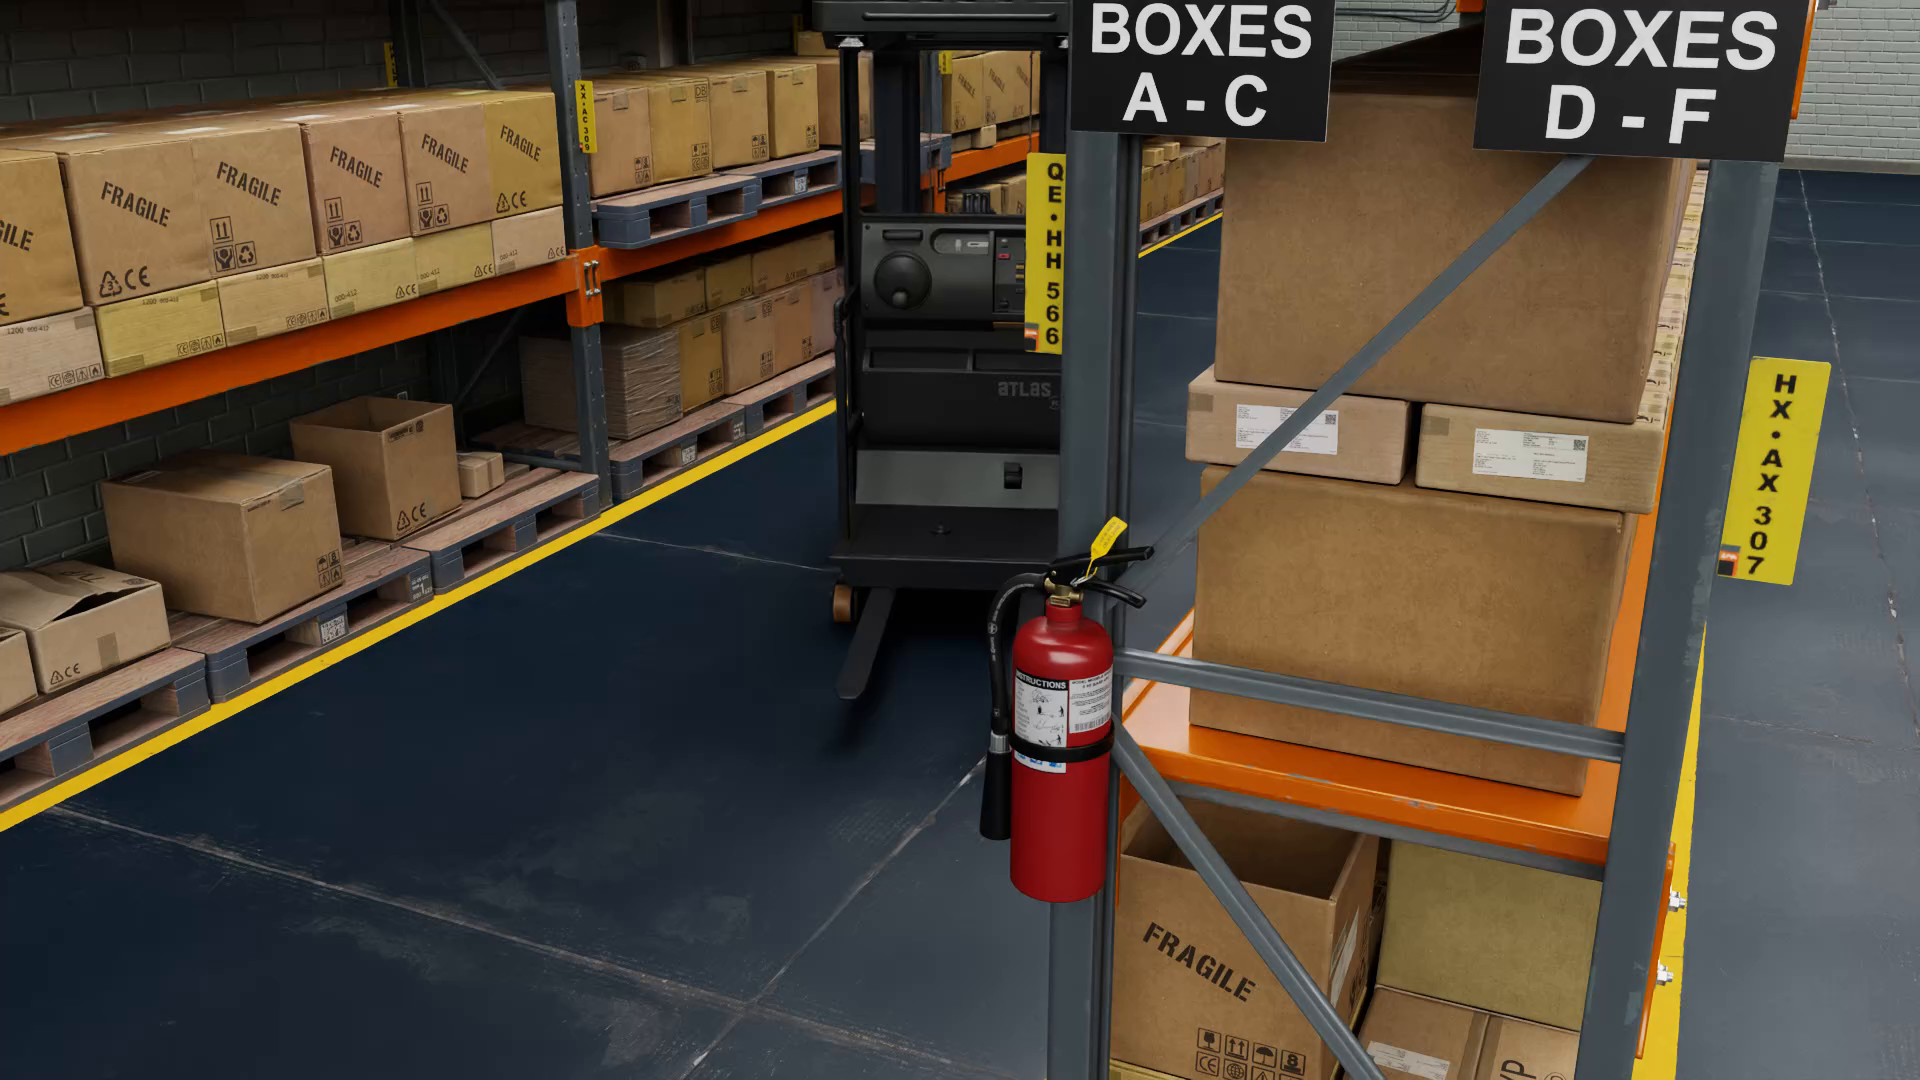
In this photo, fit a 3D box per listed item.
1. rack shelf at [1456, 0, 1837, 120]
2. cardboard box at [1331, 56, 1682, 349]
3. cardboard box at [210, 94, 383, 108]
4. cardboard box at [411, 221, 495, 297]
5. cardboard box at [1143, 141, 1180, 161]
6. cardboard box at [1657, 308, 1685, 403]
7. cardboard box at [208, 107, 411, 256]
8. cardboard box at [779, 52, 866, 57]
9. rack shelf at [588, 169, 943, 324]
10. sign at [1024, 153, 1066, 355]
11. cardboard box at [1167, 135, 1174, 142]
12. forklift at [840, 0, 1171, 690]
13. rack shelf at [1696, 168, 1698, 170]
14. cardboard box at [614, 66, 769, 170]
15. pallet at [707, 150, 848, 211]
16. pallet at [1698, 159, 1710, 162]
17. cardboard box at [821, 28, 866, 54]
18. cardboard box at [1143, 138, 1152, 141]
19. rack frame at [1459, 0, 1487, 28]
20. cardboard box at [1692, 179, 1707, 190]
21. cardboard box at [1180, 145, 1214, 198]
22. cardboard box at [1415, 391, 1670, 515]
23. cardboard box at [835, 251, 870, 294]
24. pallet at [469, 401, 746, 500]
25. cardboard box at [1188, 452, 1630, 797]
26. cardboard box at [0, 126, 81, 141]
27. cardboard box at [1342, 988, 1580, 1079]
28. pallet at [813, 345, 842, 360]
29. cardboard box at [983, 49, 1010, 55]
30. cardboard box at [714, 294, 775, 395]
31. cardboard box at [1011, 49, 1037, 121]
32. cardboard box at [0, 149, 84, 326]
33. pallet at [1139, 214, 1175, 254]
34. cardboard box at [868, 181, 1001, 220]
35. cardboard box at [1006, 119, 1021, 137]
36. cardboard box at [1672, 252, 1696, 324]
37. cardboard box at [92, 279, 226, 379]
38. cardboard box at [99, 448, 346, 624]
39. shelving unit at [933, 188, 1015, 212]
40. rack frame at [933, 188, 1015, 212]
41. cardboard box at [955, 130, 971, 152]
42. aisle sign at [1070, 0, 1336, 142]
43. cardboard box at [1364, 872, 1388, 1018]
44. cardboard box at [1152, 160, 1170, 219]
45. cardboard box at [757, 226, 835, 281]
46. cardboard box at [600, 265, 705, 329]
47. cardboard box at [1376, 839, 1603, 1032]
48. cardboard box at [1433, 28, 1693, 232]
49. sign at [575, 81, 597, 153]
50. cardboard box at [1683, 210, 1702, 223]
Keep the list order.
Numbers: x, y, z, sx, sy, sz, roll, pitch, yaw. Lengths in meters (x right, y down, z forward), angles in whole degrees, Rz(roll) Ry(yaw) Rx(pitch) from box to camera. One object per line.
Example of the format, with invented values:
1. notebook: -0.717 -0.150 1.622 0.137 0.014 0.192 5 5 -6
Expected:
1. rack shelf: 1.463 -1.414 4.065 1.077 0.370 4.000 9 21 23
2. cardboard box: 1.079 -0.705 3.390 0.700 0.500 0.500 8 21 21
3. cardboard box: -2.837 -1.649 7.204 0.500 0.500 0.500 8 21 22
4. cardboard box: -2.368 -1.231 7.147 0.500 0.250 0.500 9 21 23
5. cardboard box: 1.957 -3.855 16.467 0.380 0.149 0.250 8 21 21
6. cardboard box: 1.315 -0.405 3.515 0.380 0.149 0.250 8 21 22
7. cardboard box: -2.566 -1.429 6.585 0.500 0.500 0.500 8 21 21
8. cardboard box: -0.784 -2.962 11.014 0.700 0.500 0.500 6 20 16
9. rack shelf: -1.420 -1.902 9.914 1.077 0.370 4.000 9 21 23
10. sign: 0.155 -0.464 2.716 0.100 0.325 0.005 9 21 23
11. cardboard box: 2.039 -4.230 17.523 0.380 0.149 0.250 9 21 23
12. forklift: 0.210 -1.157 6.848 1.130 2.935 3.031 -4 20 -12
13. rack shelf: 4.739 -2.446 11.444 1.077 0.370 4.000 9 21 23
14. cardboard box: -1.523 -2.410 9.464 0.700 0.500 0.500 12 23 30
15. pallet: -1.374 -2.151 9.828 1.003 0.211 1.213 9 21 23
16. pallet: 4.133 -2.300 10.247 1.213 0.211 1.003 9 21 23
17. cardboard box: -0.715 -3.303 11.006 0.380 0.149 0.250 6 20 16
18. cardboard box: 1.727 -3.997 16.866 0.380 0.149 0.250 8 21 22
19. rack frame: 2.282 -0.951 6.166 1.000 3.000 0.127 9 21 23
20. cardboard box: 2.263 -1.116 5.513 0.380 0.149 0.250 8 21 22
21. cardboard box: 2.275 -3.937 17.667 0.700 0.500 0.500 8 21 23
22. cardboard box: 1.001 -0.171 2.857 0.380 0.149 0.250 8 21 22
23. cardboard box: -0.848 -1.655 11.219 0.700 0.500 0.500 9 21 23
24. pallet: -1.921 -0.554 9.212 1.003 0.211 1.213 9 21 23
25. cardboard box: 0.847 0.084 3.108 0.700 0.500 0.500 9 21 23
26. cardboard box: -3.455 -1.183 5.894 0.500 0.500 0.500 8 21 21
27. cardboard box: 1.066 1.236 3.494 0.500 0.250 0.500 9 21 23
28. pallet: -0.922 -1.300 11.309 1.003 0.211 1.213 9 21 23
29. cardboard box: 0.040 -3.670 12.070 0.500 0.250 0.500 8 21 22
30. cardboard box: -1.541 -1.202 9.945 0.700 0.500 0.500 9 21 23
31. cardboard box: 0.259 -3.473 12.634 0.500 0.500 0.500 8 21 22
32. cardboard box: -3.196 -0.953 5.248 0.500 0.500 0.500 9 21 23
33. pallet: 1.420 -2.983 16.042 1.003 0.211 1.213 9 21 23
34. cardboard box: -0.180 -2.244 12.384 0.750 0.750 0.750 8 21 22
35. cardboard box: 0.247 -3.209 12.862 0.380 0.149 0.250 9 21 24
36. cardboard box: 1.631 -0.641 4.178 0.380 0.149 0.250 9 21 23
37. cardboard box: -2.974 -0.767 5.842 0.500 0.250 0.500 8 21 22
38. cardboard box: -2.932 -0.027 6.643 0.700 0.500 0.500 7 21 19
39. shelving unit: 0.367 -1.210 9.133 0.538 1.500 1.048 14 24 34
40. rack frame: 0.069 -1.072 8.746 0.500 1.500 0.032 14 24 34
41. cardboard box: -0.144 -2.888 11.958 0.380 0.149 0.250 9 21 23
42. aisle sign: 0.349 -0.973 2.349 0.394 0.787 0.004 9 21 23
43. cardboard box: 0.788 1.010 4.128 0.500 0.250 0.500 9 21 23
44. cardboard box: 1.646 -3.463 16.333 0.700 0.500 0.500 8 21 22
45. cardboard box: -1.139 -1.842 10.627 0.500 0.250 0.500 9 21 24
46. cardboard box: -1.776 -1.375 9.313 0.500 0.250 0.500 8 21 22
47. cardboard box: 1.269 0.730 3.799 0.500 0.500 0.500 9 21 23
48. cardboard box: 1.695 -1.165 4.683 0.700 0.500 0.500 9 21 23
49. sign: -1.741 -1.965 7.727 0.100 0.325 0.005 9 21 23
50. cardboard box: 1.948 -0.880 4.851 0.380 0.149 0.250 8 21 22
